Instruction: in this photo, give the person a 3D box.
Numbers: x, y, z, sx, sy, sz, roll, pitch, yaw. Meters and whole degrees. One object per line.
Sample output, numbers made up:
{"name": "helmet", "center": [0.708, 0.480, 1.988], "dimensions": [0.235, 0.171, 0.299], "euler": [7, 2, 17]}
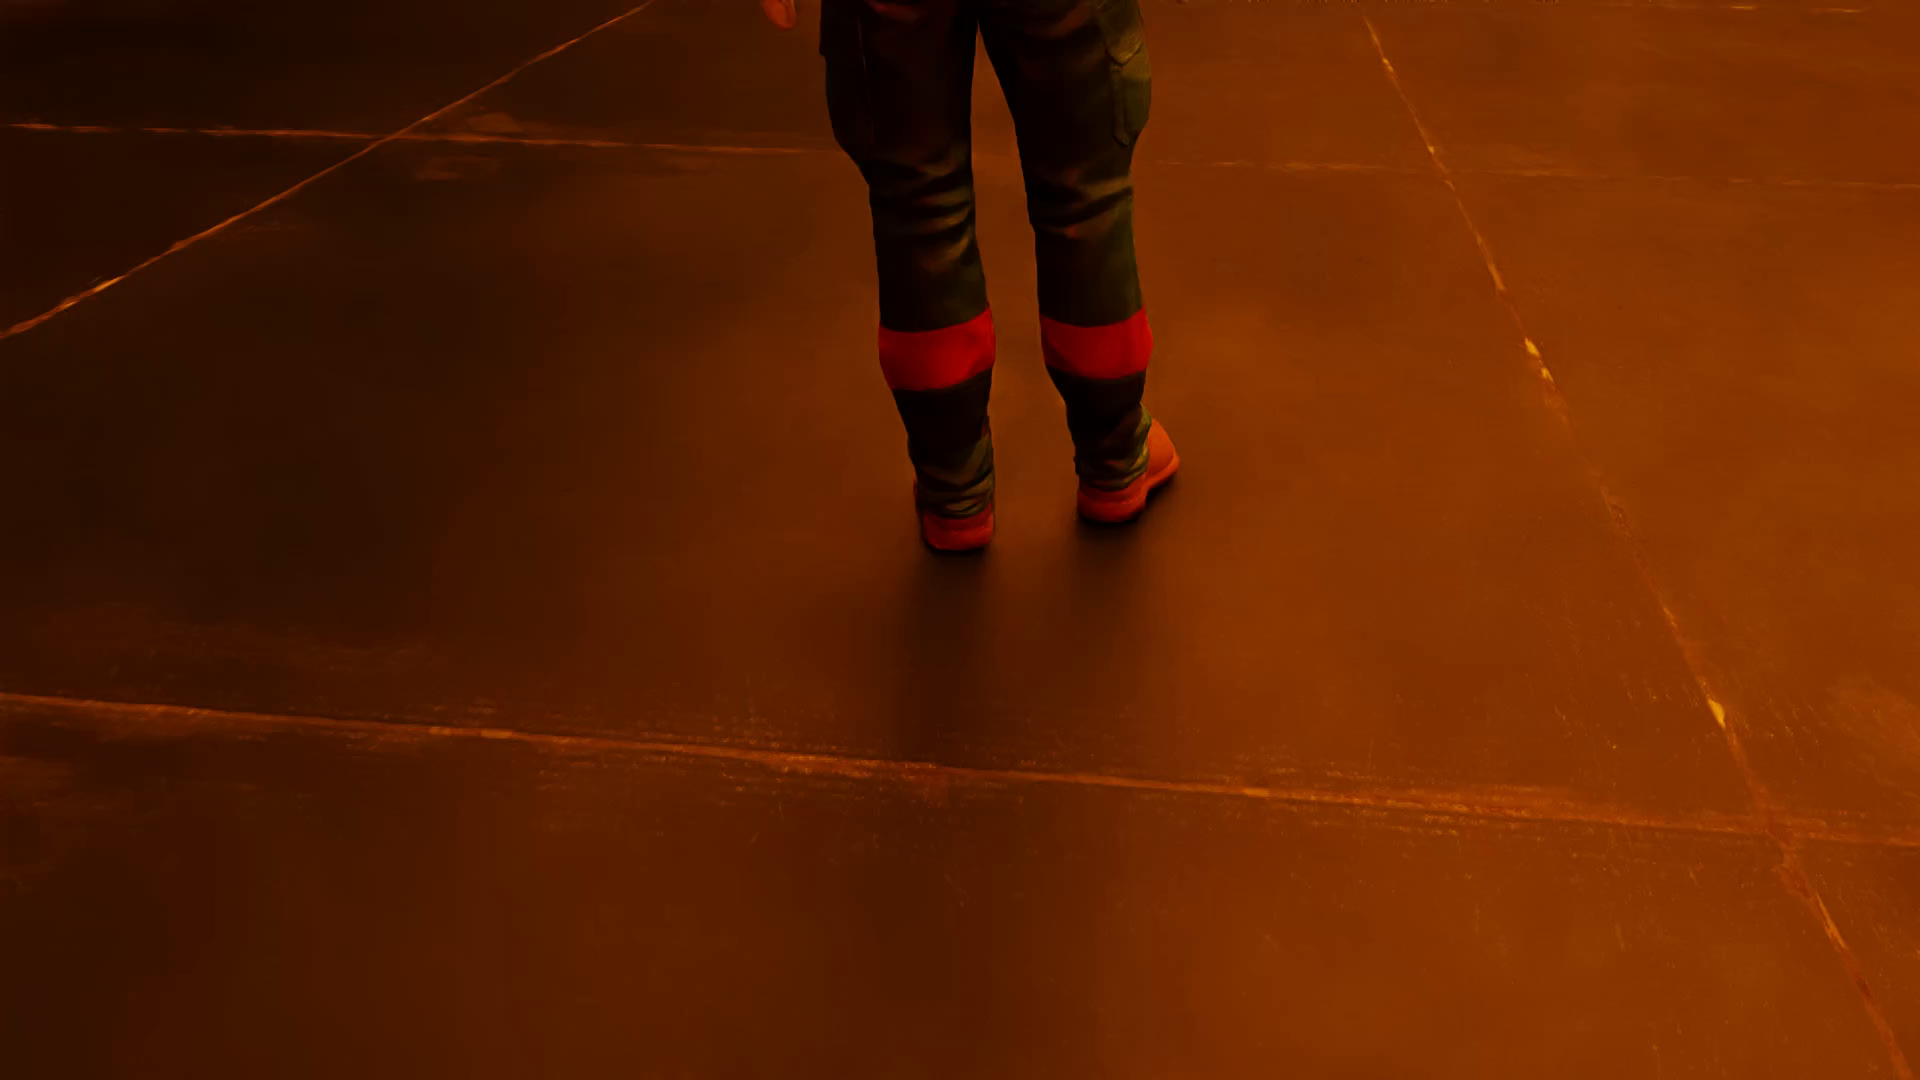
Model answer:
{"name": "person", "center": [0.022, -0.842, 2.168], "dimensions": [0.637, 1.787, 0.563], "euler": [3, 27, 7]}
